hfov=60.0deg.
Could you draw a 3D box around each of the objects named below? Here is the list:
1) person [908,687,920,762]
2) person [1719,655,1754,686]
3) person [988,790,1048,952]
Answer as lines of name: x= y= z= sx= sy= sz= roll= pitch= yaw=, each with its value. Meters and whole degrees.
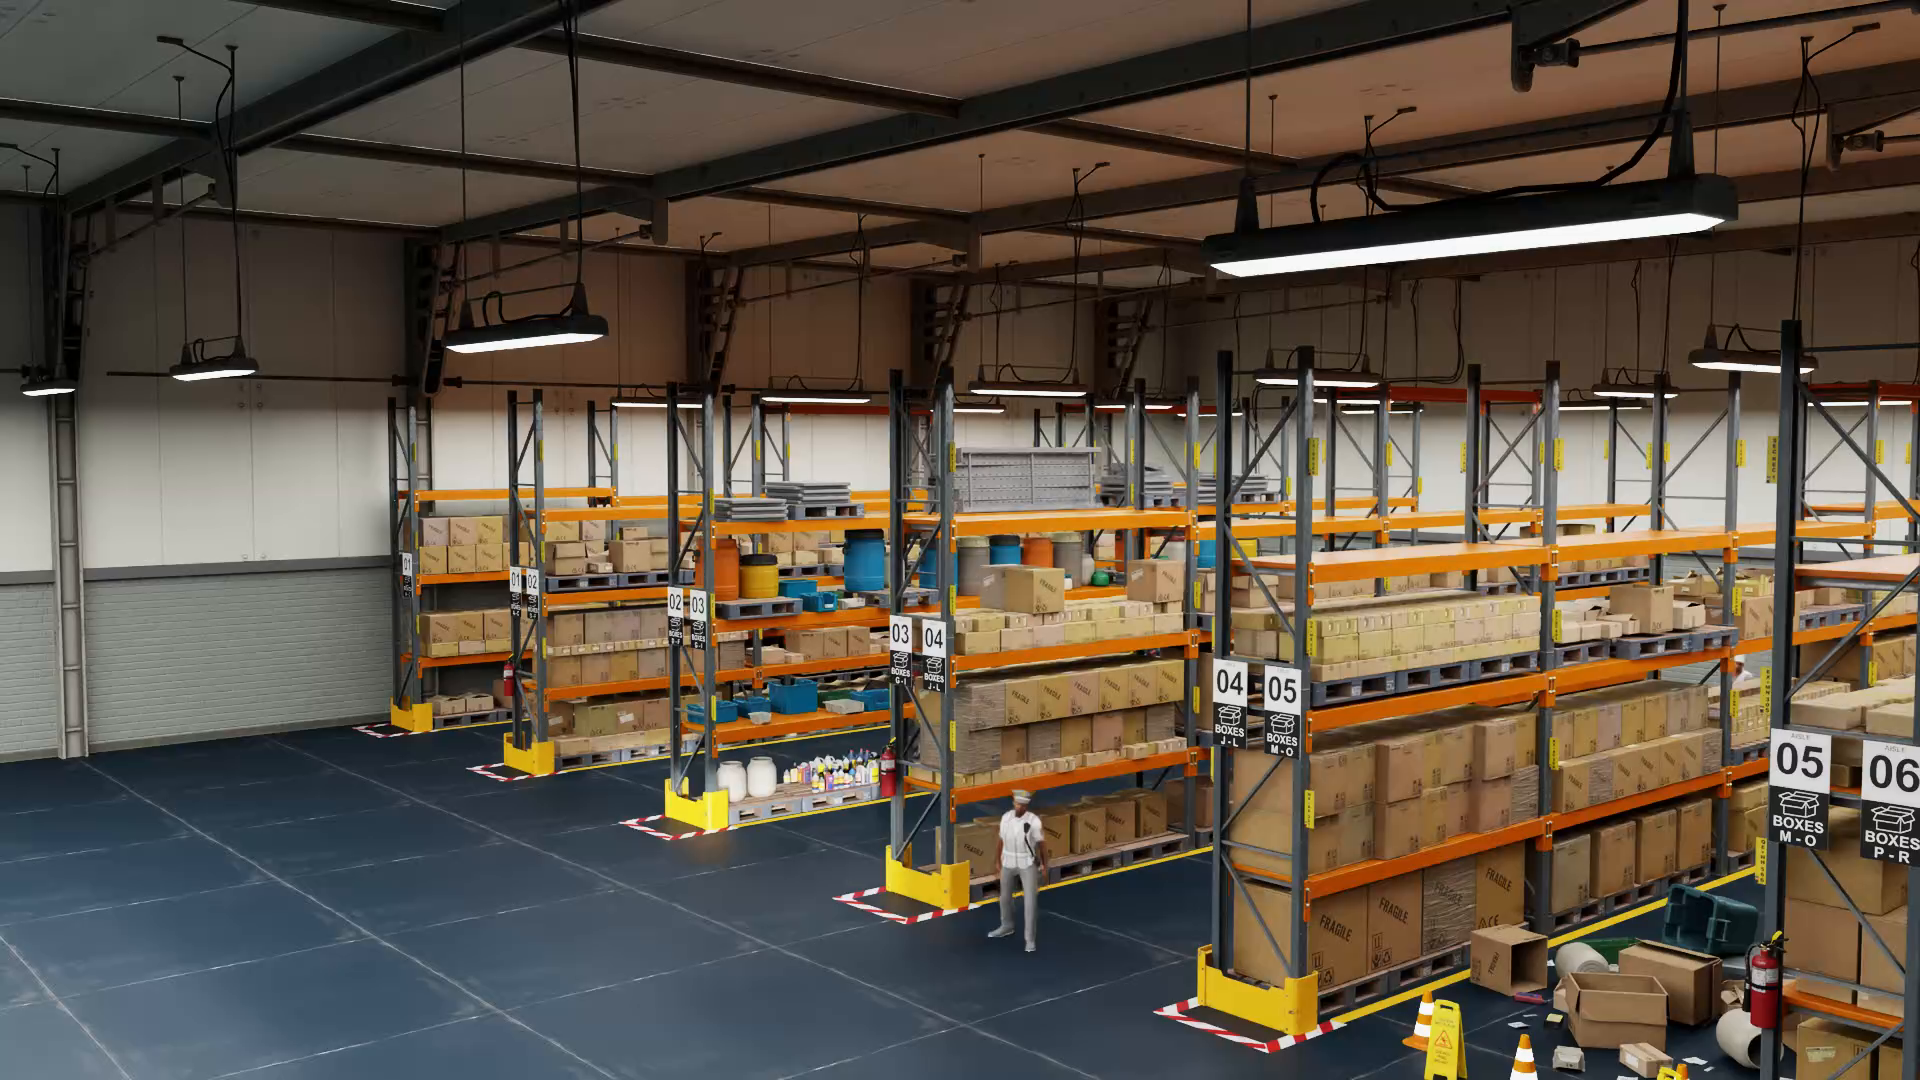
person: x=-0.826 y=2.865 z=26.561 sx=0.536 sy=1.498 sz=0.620 roll=-1 pitch=4 yaw=-24
person: x=12.527 y=2.697 z=26.949 sx=0.874 sy=1.737 sz=0.676 roll=-1 pitch=4 yaw=-21
person: x=0.591 y=3.346 z=17.118 sx=0.695 sy=1.648 sz=0.594 roll=1 pitch=3 yaw=17
